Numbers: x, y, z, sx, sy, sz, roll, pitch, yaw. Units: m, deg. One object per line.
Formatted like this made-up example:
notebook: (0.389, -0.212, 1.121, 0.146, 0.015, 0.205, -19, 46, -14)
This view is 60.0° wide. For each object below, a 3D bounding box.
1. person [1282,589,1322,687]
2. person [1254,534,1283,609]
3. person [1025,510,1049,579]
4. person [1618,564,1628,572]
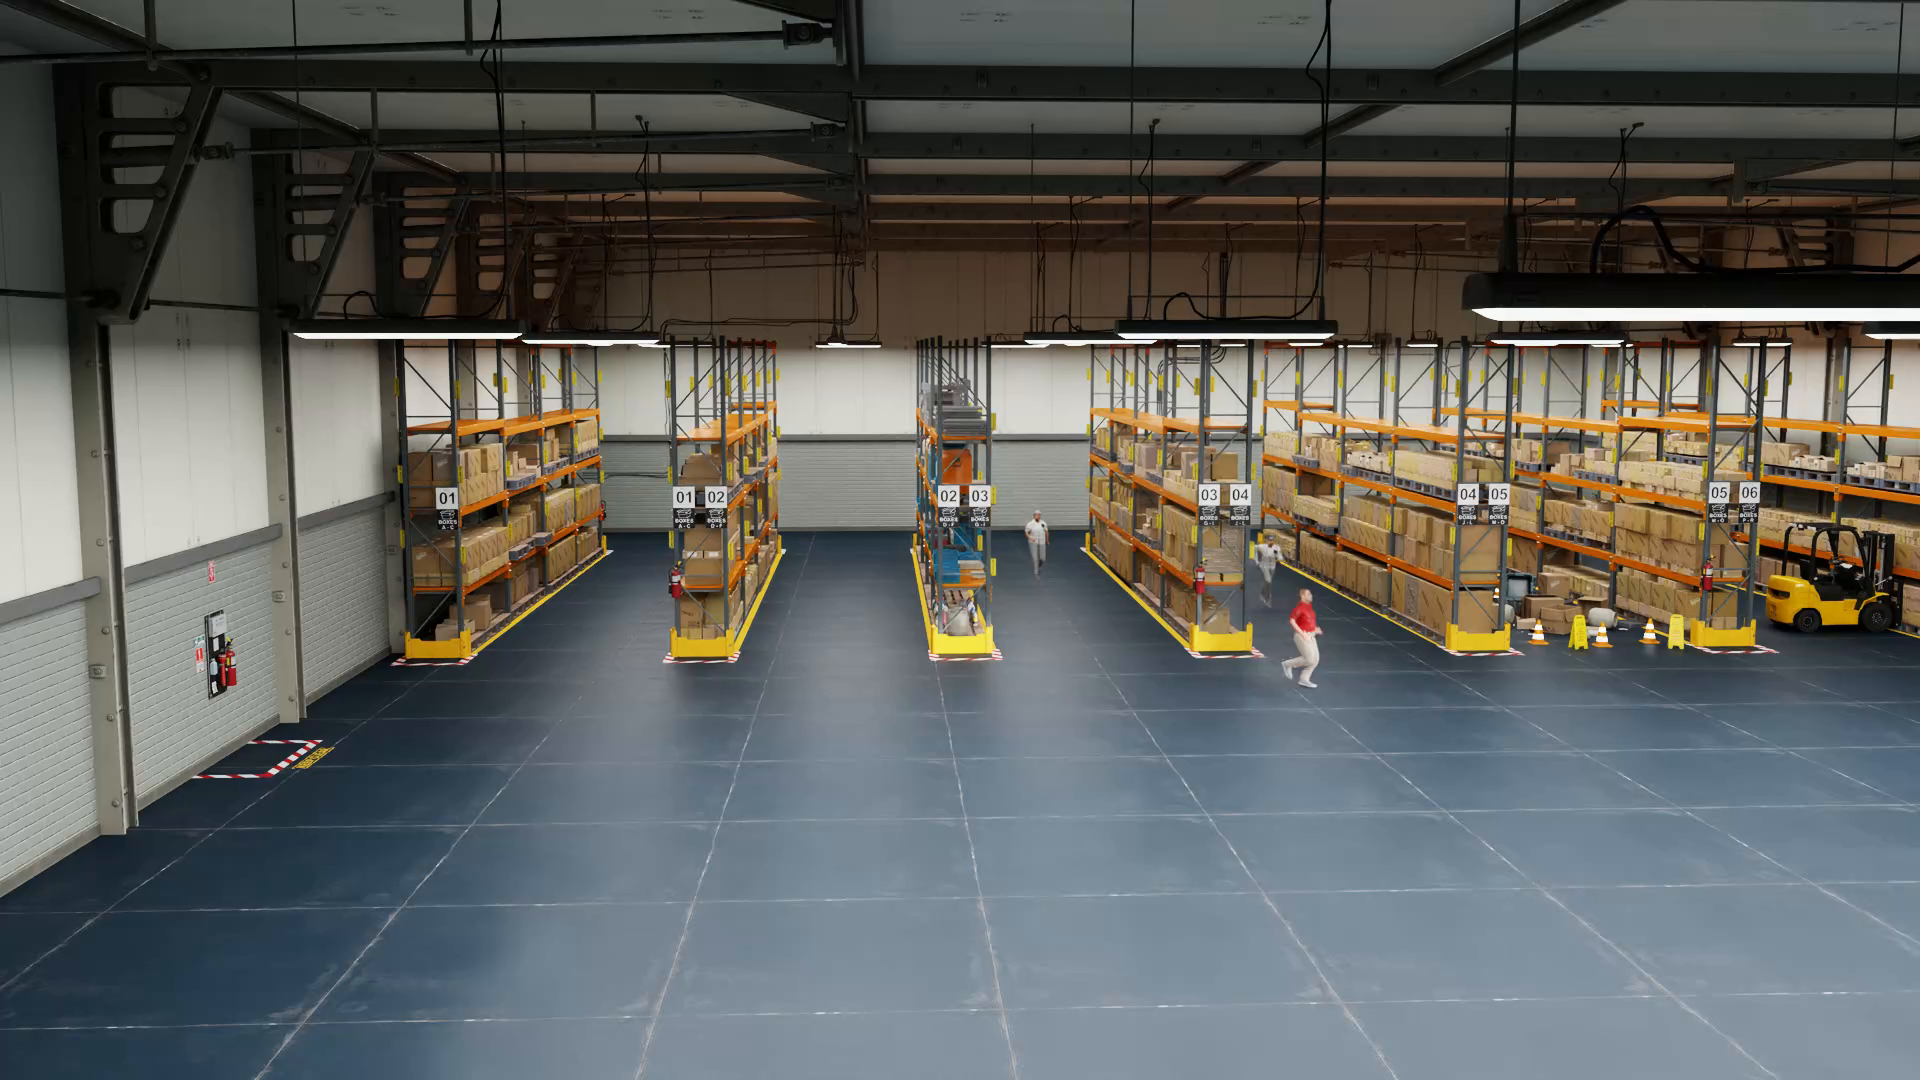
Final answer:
person: (5.867, 1.672, 28.481, 0.611, 1.687, 0.669, 4, 8, 32)
person: (6.852, 0.671, 37.327, 0.506, 1.672, 0.901, -1, 7, -12)
person: (1.861, 0.111, 39.901, 0.609, 1.627, 0.507, -1, 7, -10)
person: (16.331, 0.306, 40.775, 0.589, 1.612, 0.547, -2, 7, -15)
